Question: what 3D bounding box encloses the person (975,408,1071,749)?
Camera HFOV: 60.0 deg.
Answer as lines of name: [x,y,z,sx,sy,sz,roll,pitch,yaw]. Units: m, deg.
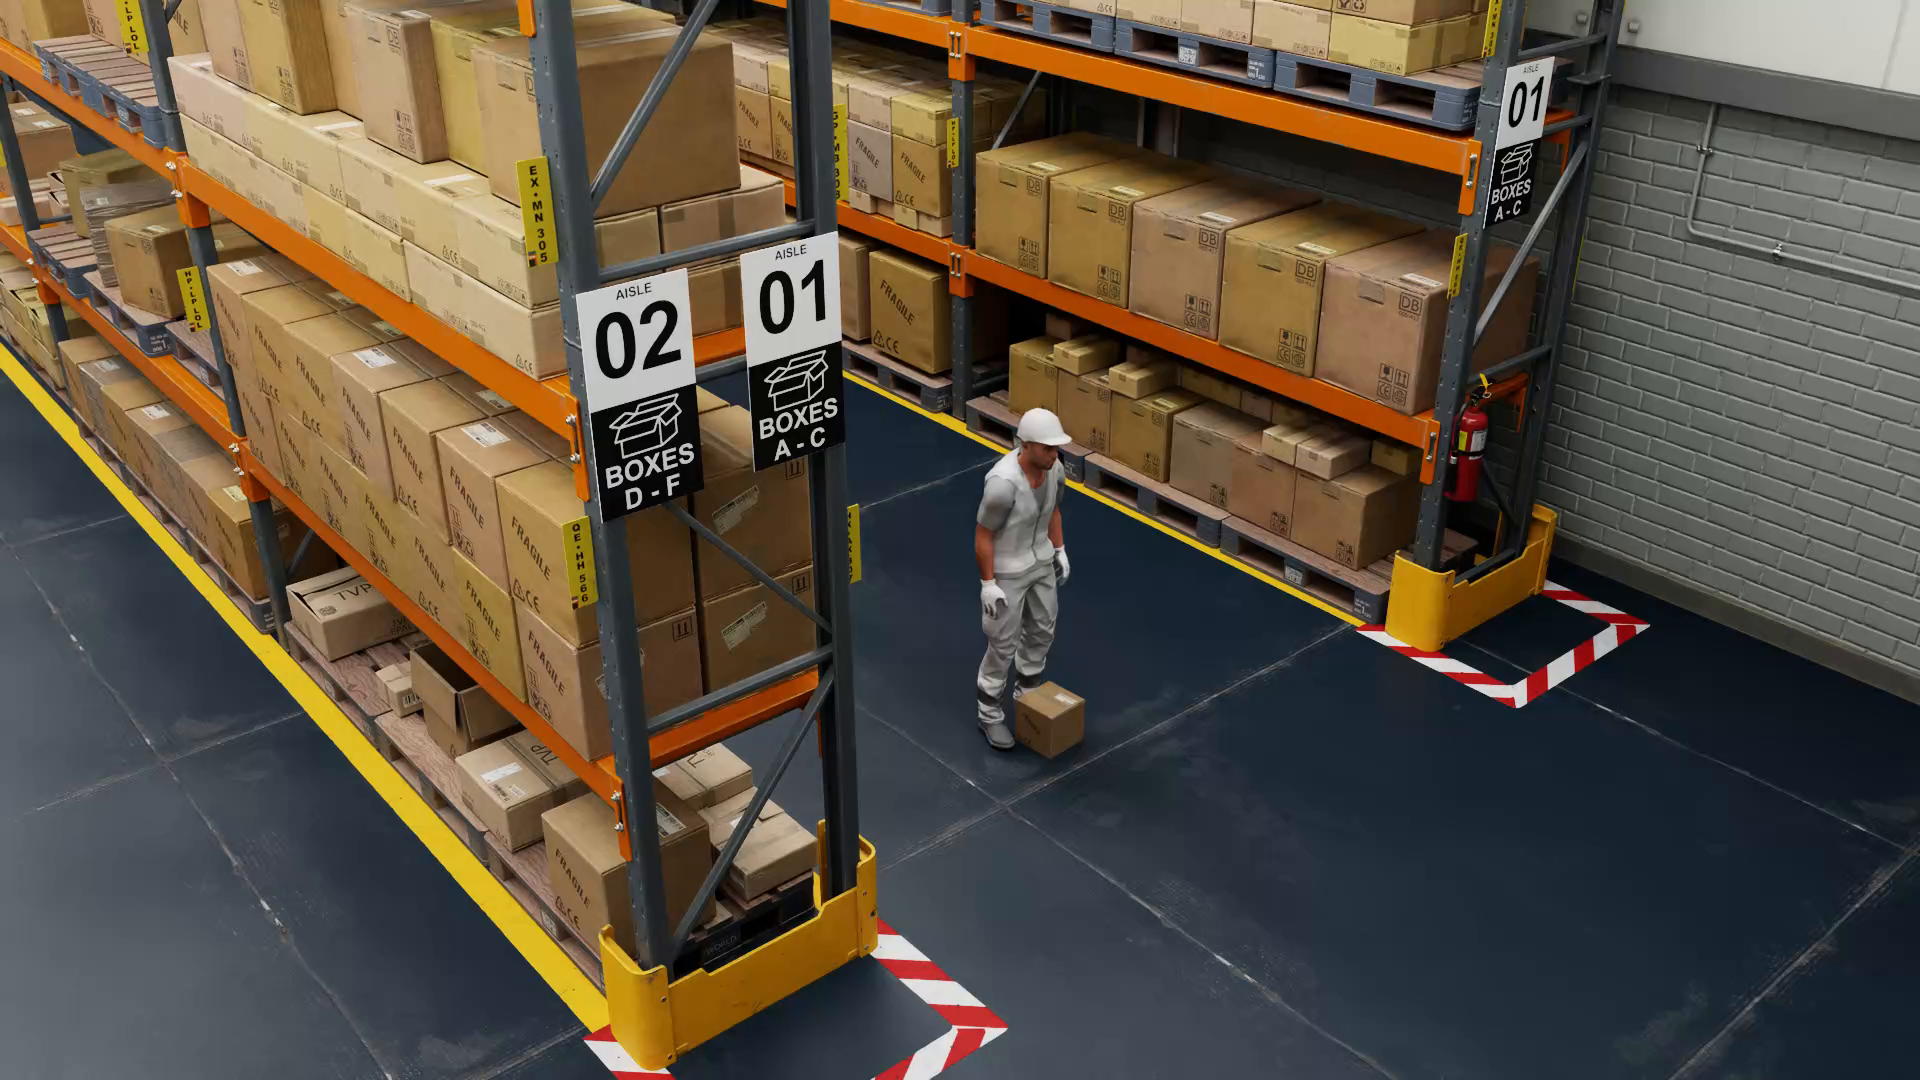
person: [0.323,0.160,8.305,0.616,1.778,0.453,-24,36,-38]
